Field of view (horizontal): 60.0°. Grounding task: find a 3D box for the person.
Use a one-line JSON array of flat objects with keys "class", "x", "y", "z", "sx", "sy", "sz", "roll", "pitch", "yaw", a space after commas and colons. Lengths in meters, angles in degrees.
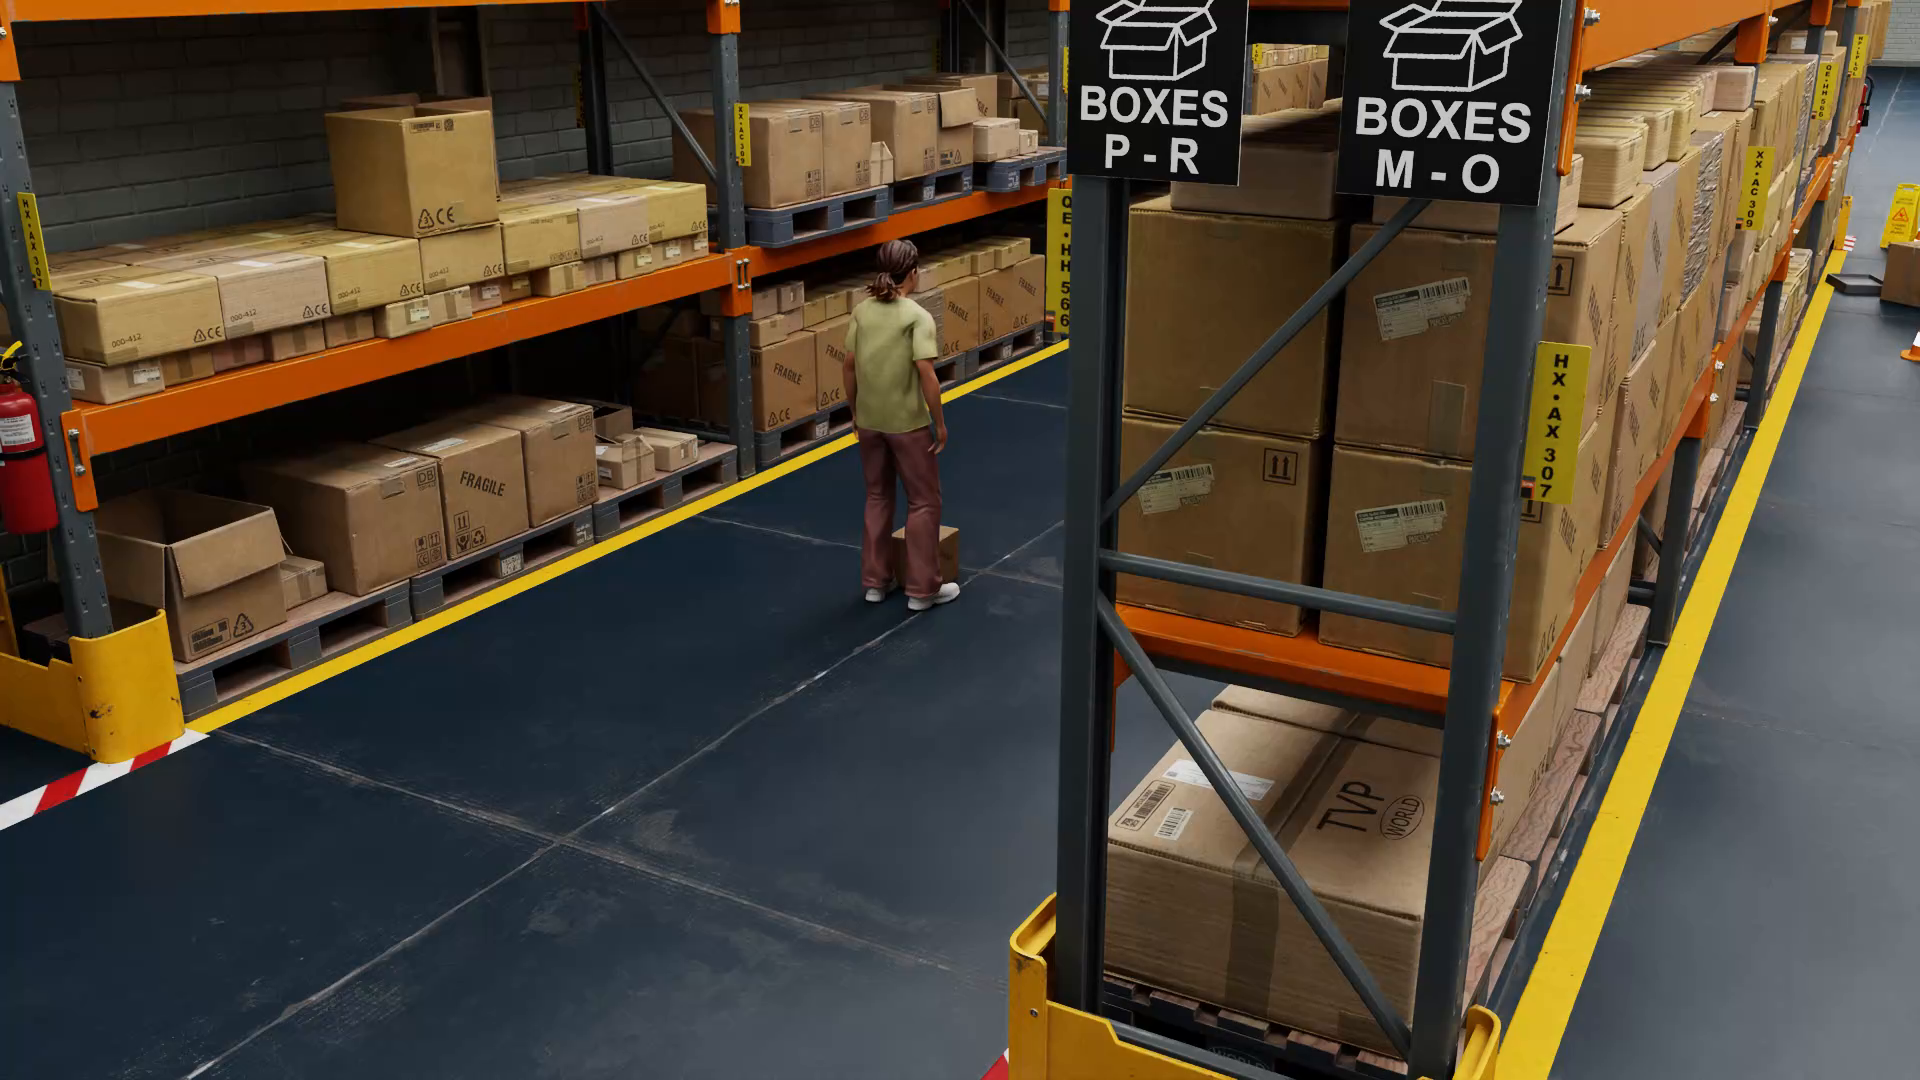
[{"class": "person", "x": -0.283, "y": -0.517, "z": 7.531, "sx": 0.499, "sy": 1.673, "sz": 0.357, "roll": 11, "pitch": 22, "yaw": 28}]
